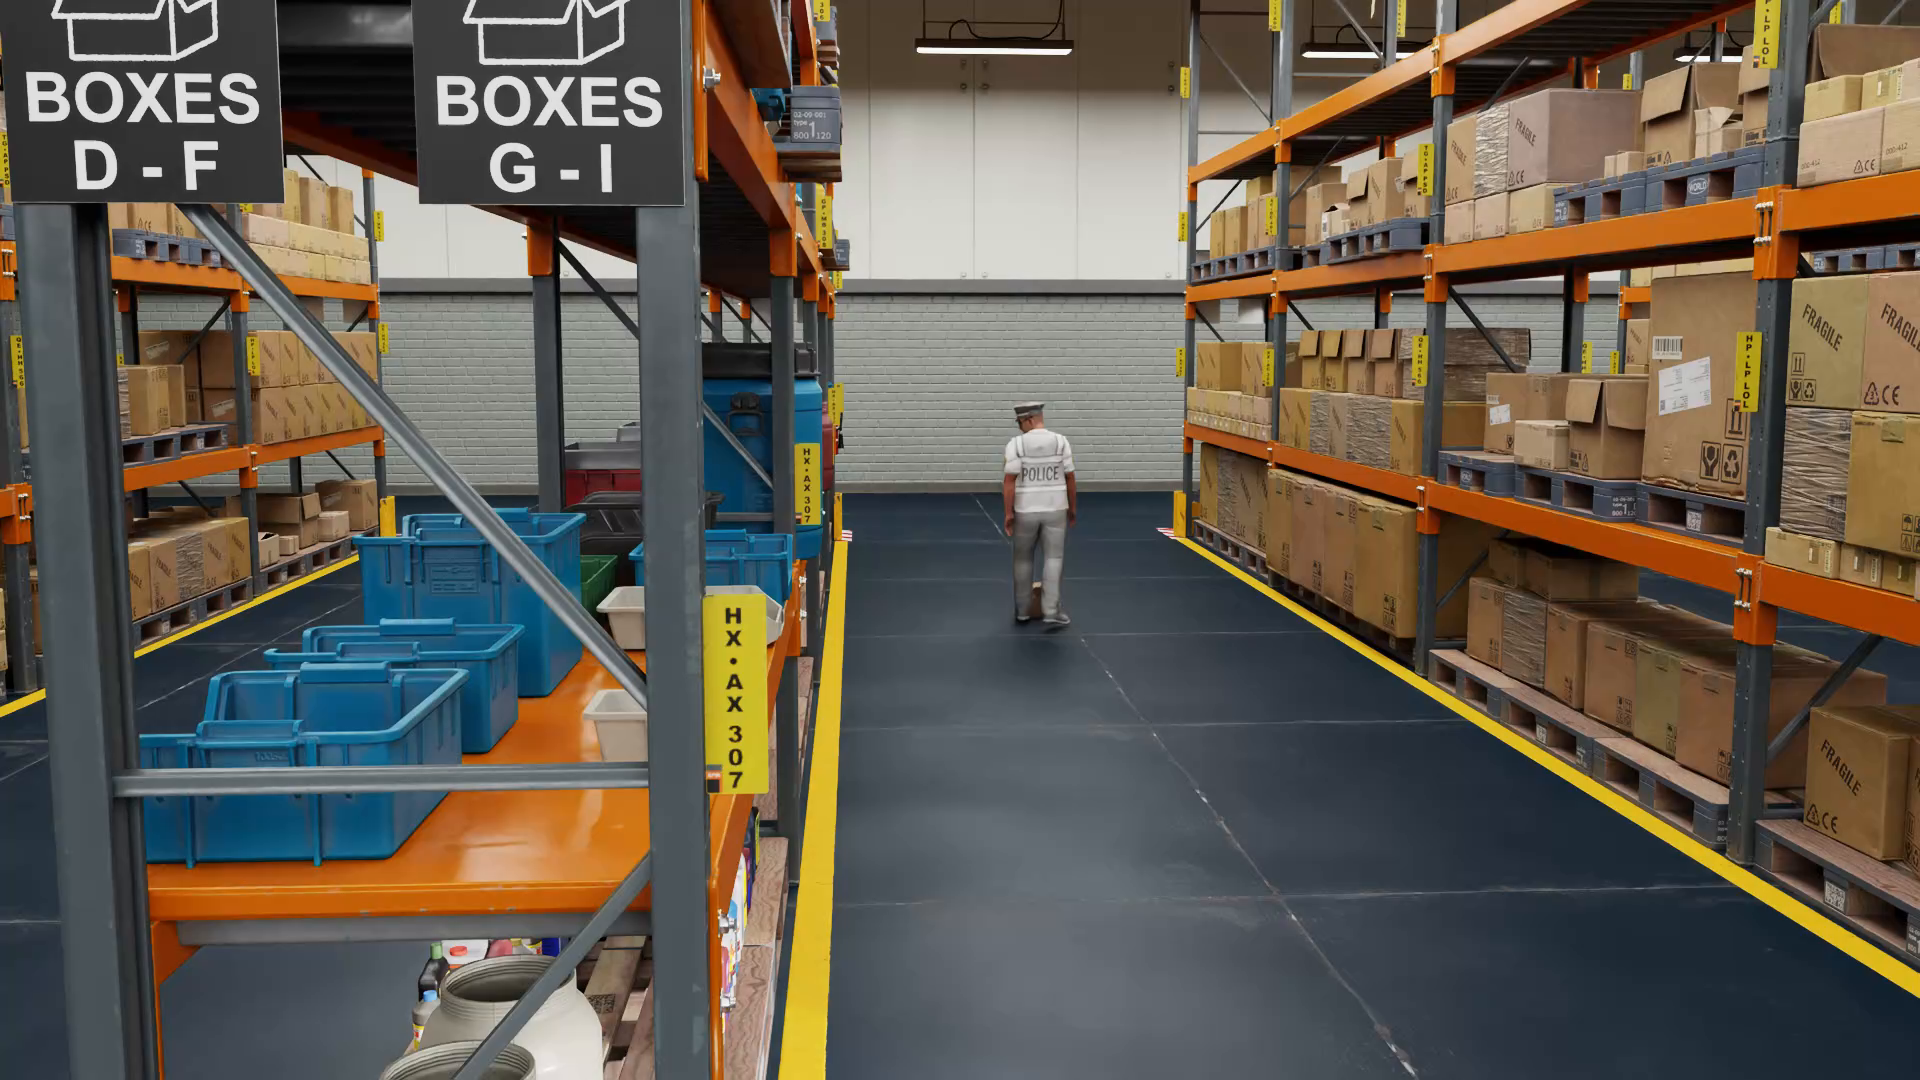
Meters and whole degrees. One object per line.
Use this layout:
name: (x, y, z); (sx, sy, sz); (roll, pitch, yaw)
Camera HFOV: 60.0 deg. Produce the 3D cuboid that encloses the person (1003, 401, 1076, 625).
person: (0.621, -0.214, 12.935); (0.573, 1.725, 0.787); (0, 7, 2)
